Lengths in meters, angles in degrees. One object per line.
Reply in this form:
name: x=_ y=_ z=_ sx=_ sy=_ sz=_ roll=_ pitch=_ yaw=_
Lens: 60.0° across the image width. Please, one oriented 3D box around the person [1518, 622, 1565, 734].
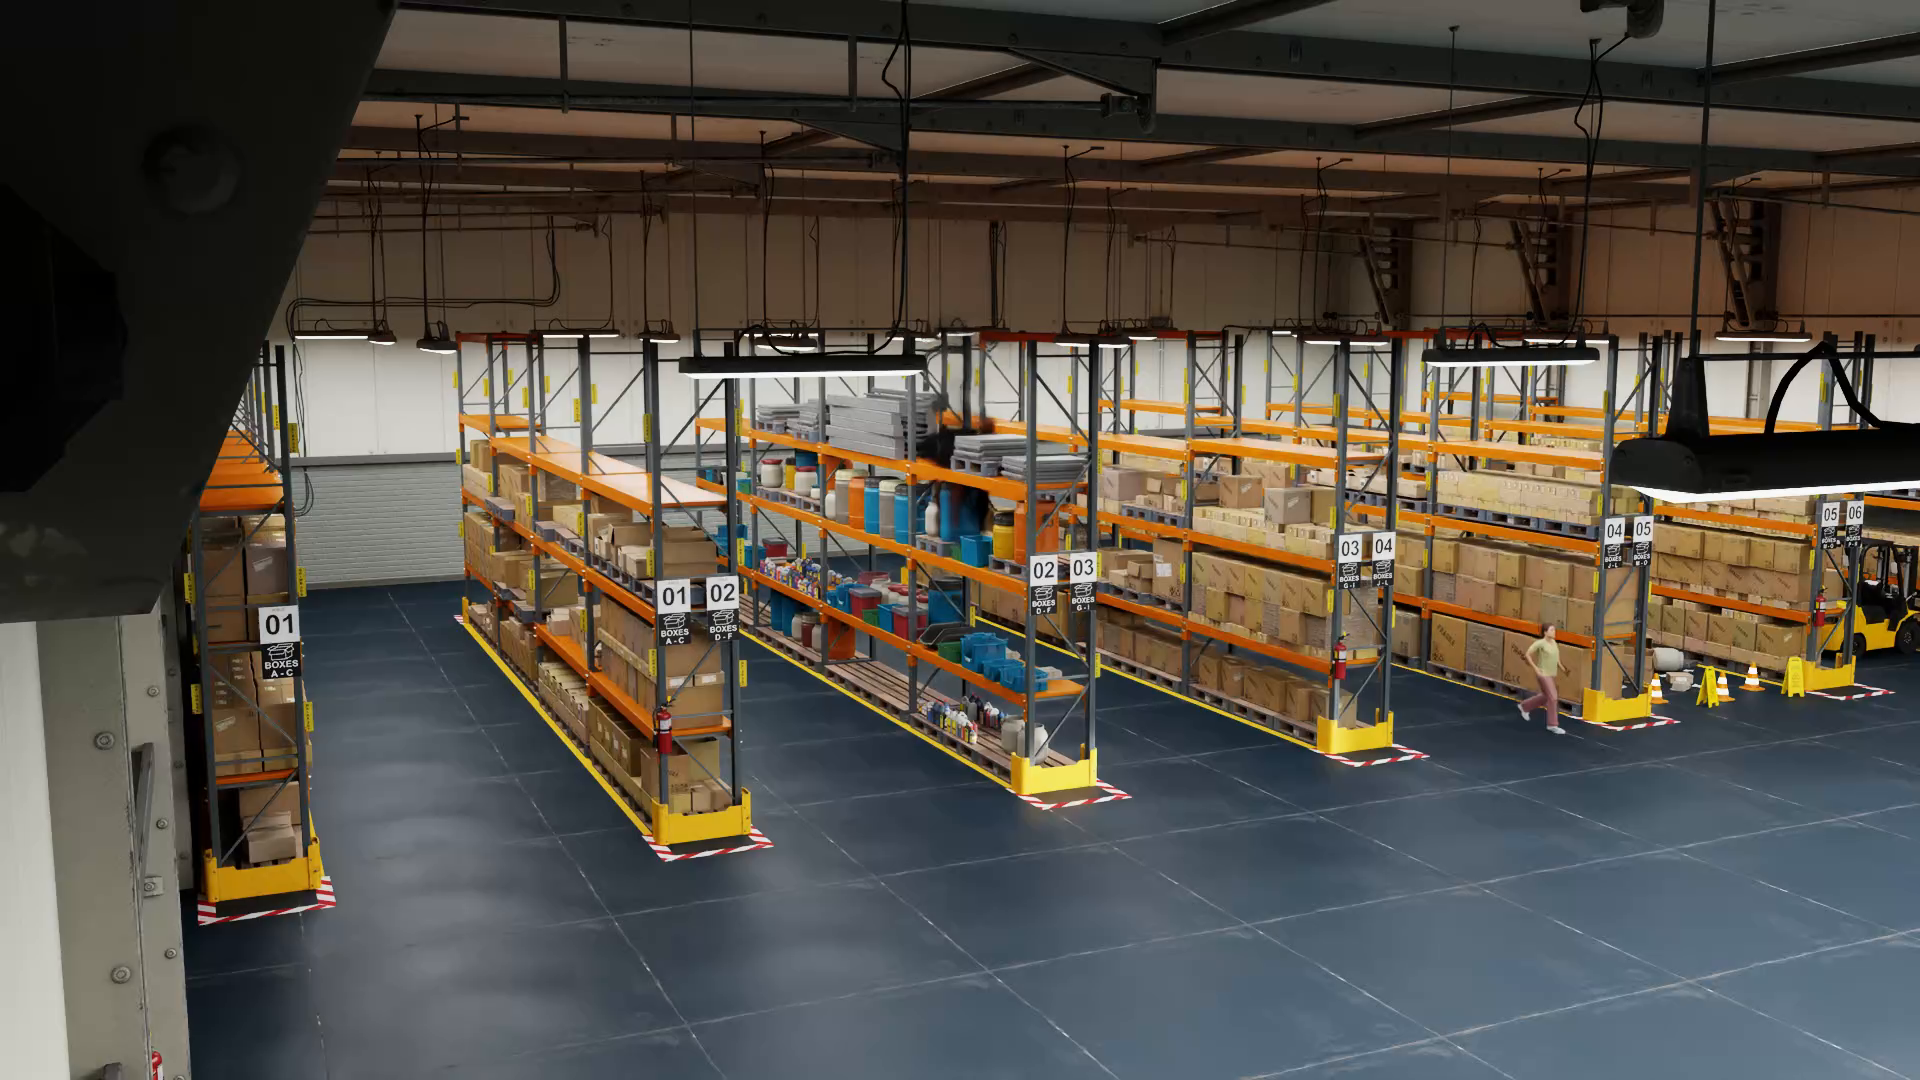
person: x=8.944 y=2.079 z=25.524 sx=0.586 sy=1.673 sz=0.862 roll=-6 pitch=10 yaw=-38
